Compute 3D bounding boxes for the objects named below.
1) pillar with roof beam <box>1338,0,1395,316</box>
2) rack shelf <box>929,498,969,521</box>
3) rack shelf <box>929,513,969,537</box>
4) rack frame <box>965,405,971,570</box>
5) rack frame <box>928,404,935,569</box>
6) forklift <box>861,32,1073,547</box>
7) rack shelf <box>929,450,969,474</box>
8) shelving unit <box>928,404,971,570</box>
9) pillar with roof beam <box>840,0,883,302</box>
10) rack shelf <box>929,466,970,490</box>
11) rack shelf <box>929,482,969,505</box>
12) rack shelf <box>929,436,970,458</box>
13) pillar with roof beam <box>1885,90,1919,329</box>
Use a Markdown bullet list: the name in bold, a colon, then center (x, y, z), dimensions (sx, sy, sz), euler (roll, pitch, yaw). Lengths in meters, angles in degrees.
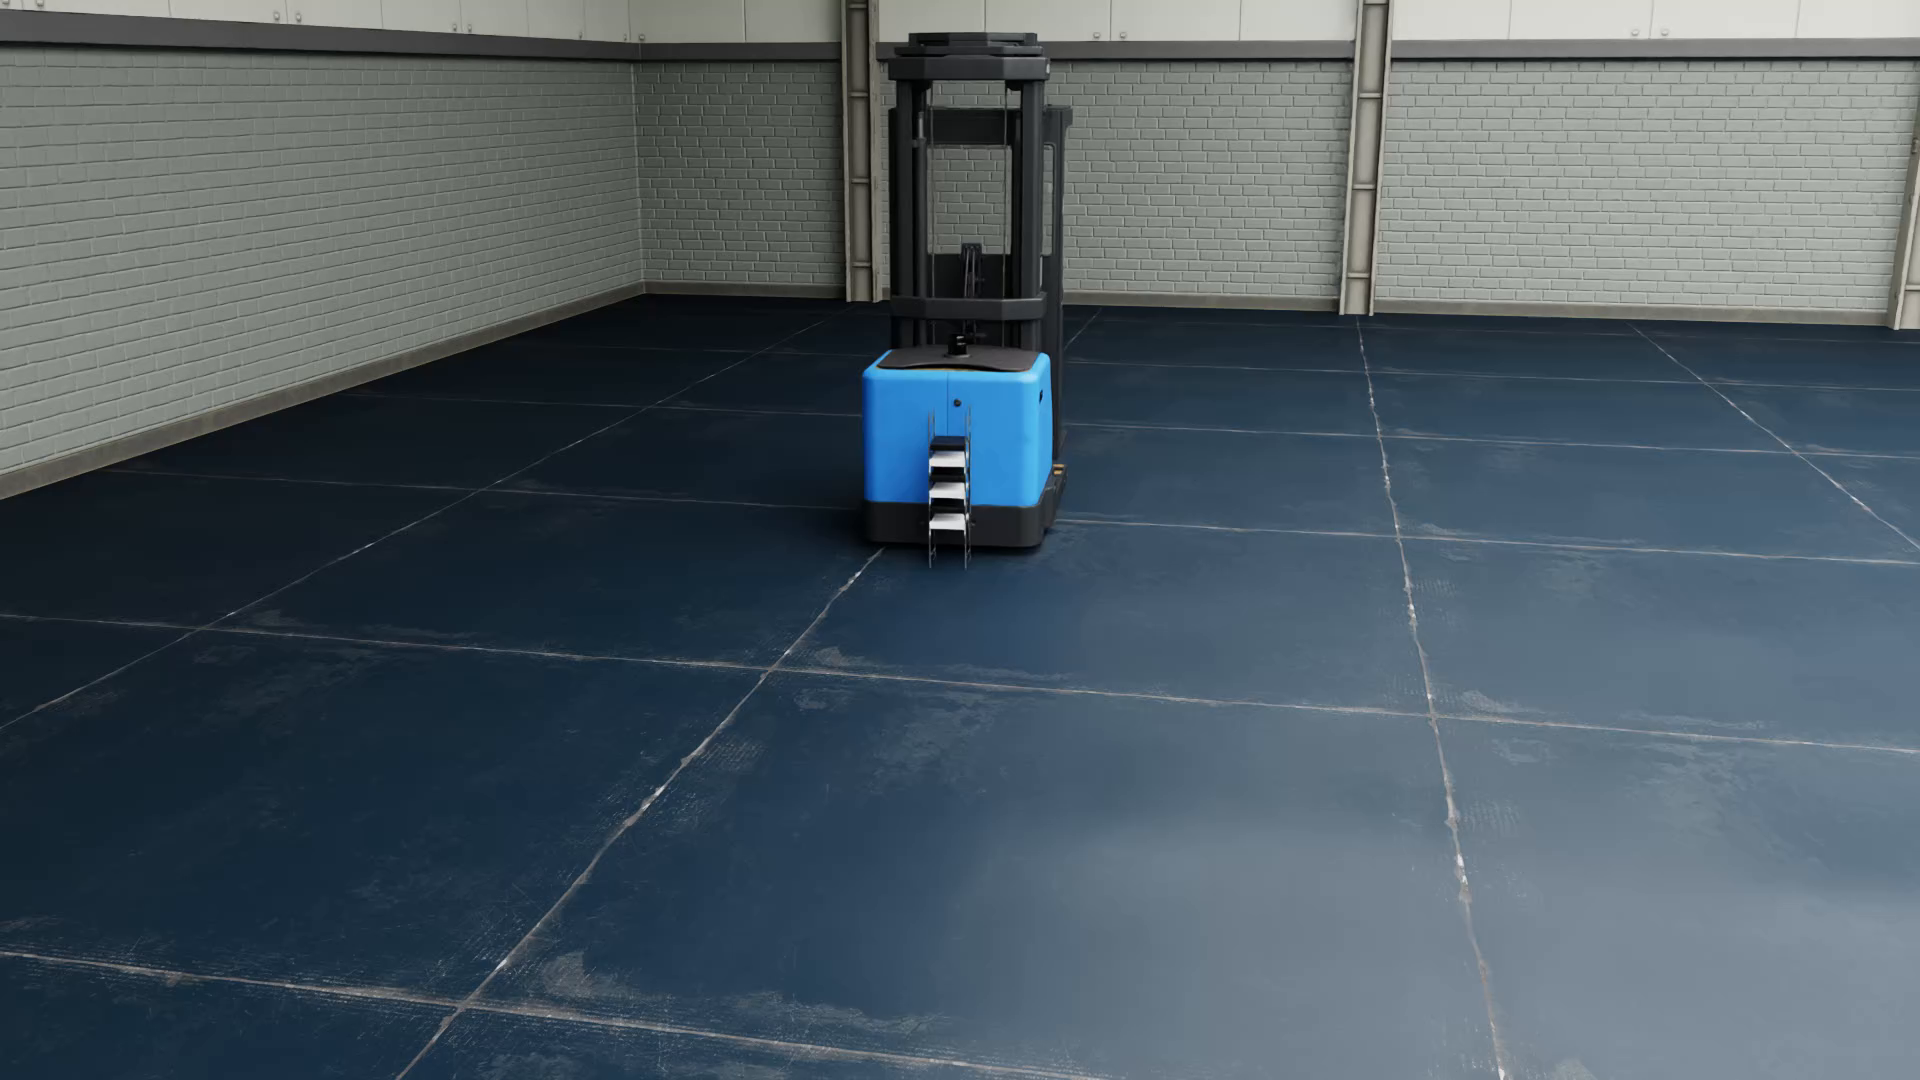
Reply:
- **pillar with roof beam**: center (3.825, -5.892, 14.407), dimensions (0.400, 9.000, 9.100), euler (3, 16, 11)
- **rack shelf**: center (-0.058, -0.179, 9.415), dimensions (0.200, 0.077, 0.258), euler (2, 16, 6)
- **rack shelf**: center (-0.058, -0.092, 9.439), dimensions (0.200, 0.077, 0.258), euler (2, 16, 6)
- **rack frame**: center (0.043, -0.295, 9.370), dimensions (0.006, 0.900, 0.240), euler (2, 16, 6)
- **rack frame**: center (-0.159, -0.301, 9.393), dimensions (0.006, 0.900, 0.240), euler (2, 16, 6)
- **forklift**: center (0.135, -1.717, 10.699), dimensions (1.130, 2.935, 3.031), euler (2, 16, 8)
- **rack shelf**: center (-0.058, -0.439, 9.343), dimensions (0.200, 0.077, 0.258), euler (2, 16, 6)
- **shelving unit**: center (-0.058, -0.298, 9.382), dimensions (0.210, 0.900, 0.258), euler (2, 16, 6)
- **pillar with roof beam**: center (-2.054, -6.212, 15.560), dimensions (0.400, 9.000, 9.100), euler (3, 16, 11)
- **rack shelf**: center (-0.058, -0.353, 9.367), dimensions (0.200, 0.077, 0.258), euler (2, 16, 6)
- **rack shelf**: center (-0.058, -0.266, 9.391), dimensions (0.200, 0.077, 0.258), euler (2, 16, 6)
- **rack shelf**: center (-0.058, -0.526, 9.319), dimensions (0.200, 0.077, 0.258), euler (2, 16, 6)
- **pillar with roof beam**: center (9.705, -5.573, 13.255), dimensions (0.400, 9.000, 9.100), euler (3, 16, 11)
